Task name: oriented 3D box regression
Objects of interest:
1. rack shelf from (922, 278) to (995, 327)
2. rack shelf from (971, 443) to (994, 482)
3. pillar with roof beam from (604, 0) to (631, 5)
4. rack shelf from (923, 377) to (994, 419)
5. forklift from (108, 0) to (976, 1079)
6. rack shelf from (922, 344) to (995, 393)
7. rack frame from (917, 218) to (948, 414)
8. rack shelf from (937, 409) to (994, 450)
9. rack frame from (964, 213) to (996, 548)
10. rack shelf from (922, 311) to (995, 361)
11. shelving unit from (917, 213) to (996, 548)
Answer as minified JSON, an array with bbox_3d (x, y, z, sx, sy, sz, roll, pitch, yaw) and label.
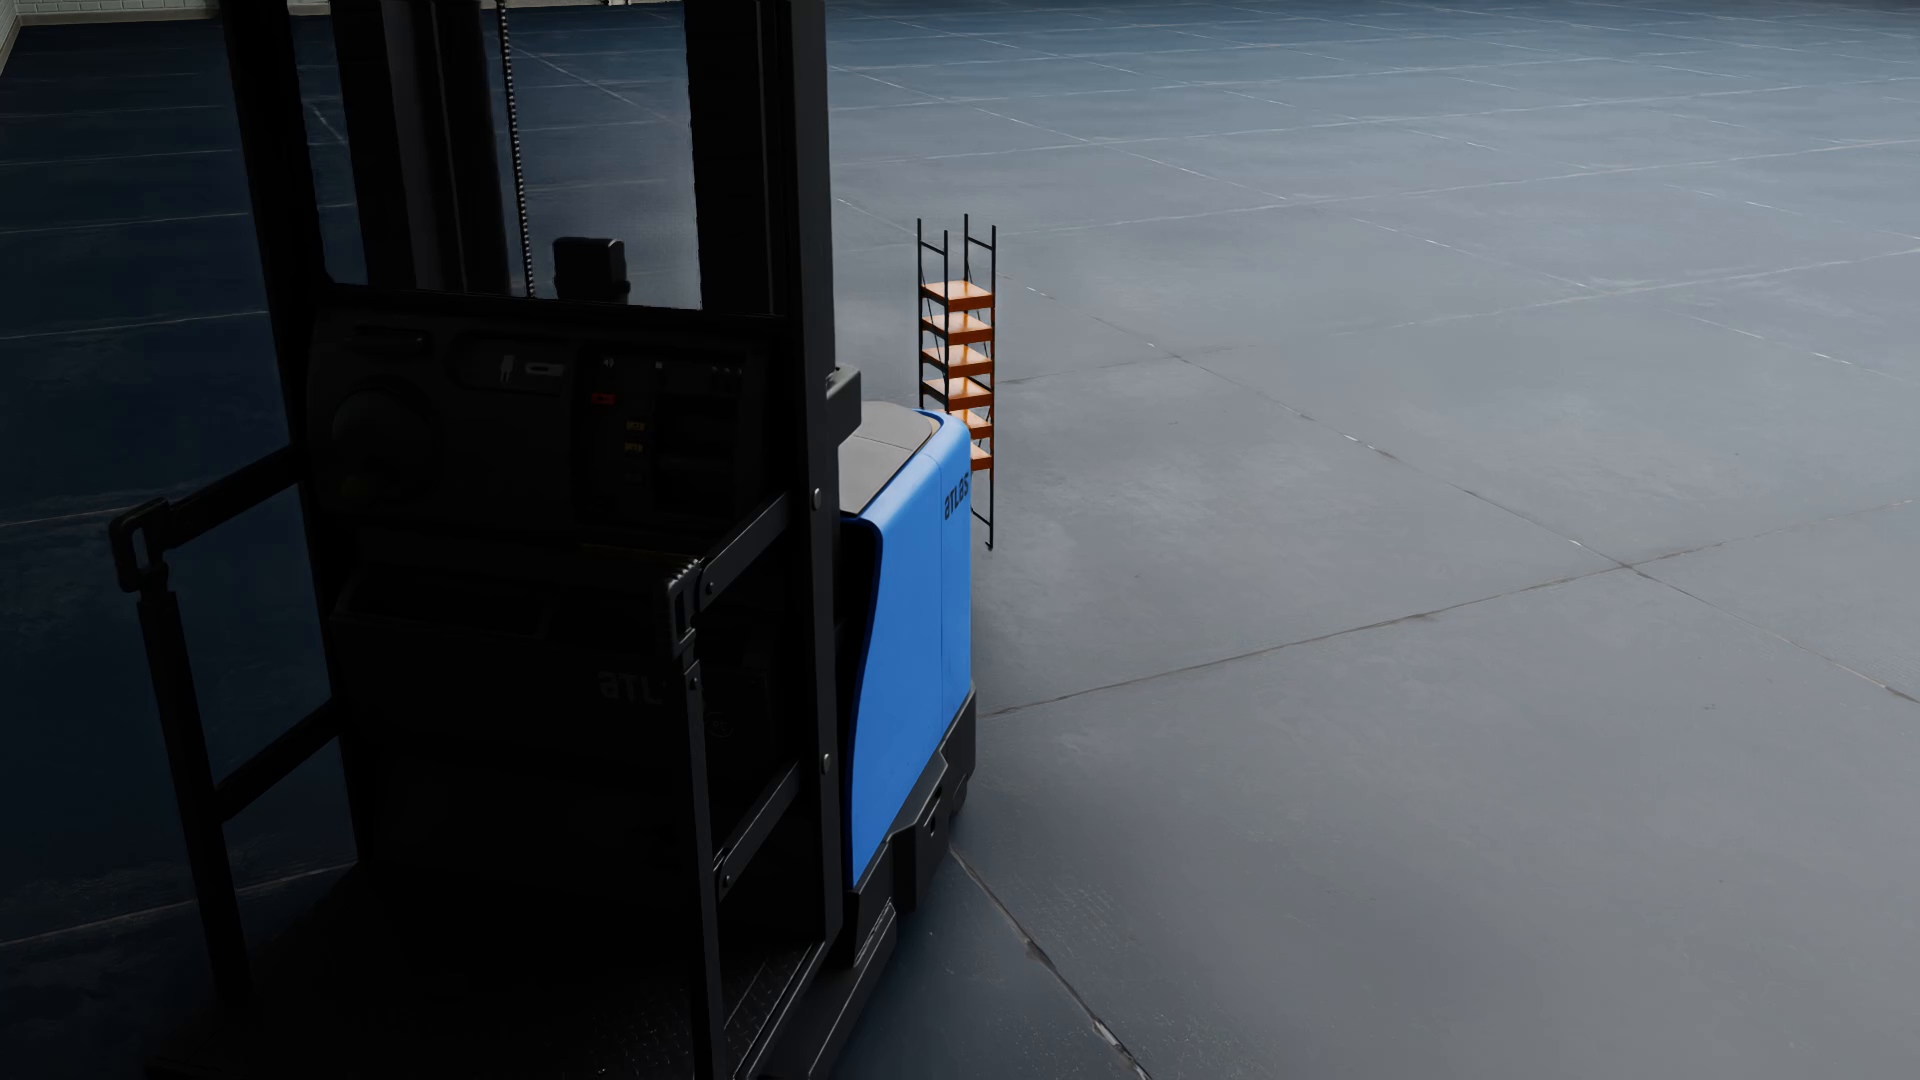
[{"bbox_3d":[-0.013,-0.844,5.894,0.180,0.103,0.258,-10,25,-24],"label":"rack shelf"},{"bbox_3d":[-0.013,-0.289,6.124,0.180,0.103,0.258,-10,25,-24],"label":"rack shelf"},{"bbox_3d":[-3.938,-11.755,22.882,0.400,9.000,9.100,-10,25,-24],"label":"pillar with roof beam"},{"bbox_3d":[-0.013,-0.511,6.032,0.180,0.103,0.258,-10,25,-24],"label":"rack shelf"},{"bbox_3d":[-0.846,-0.195,2.888,1.130,2.935,3.031,6,23,14],"label":"forklift"},{"bbox_3d":[-0.013,-0.622,5.986,0.180,0.103,0.258,-10,25,-24],"label":"rack shelf"},{"bbox_3d":[-0.095,-0.537,5.978,0.006,1.200,0.240,-10,25,-24],"label":"rack frame"},{"bbox_3d":[-0.013,-0.400,6.078,0.180,0.103,0.258,-10,25,-24],"label":"rack shelf"},{"bbox_3d":[0.069,-0.567,6.051,0.006,1.200,0.240,-10,25,-24],"label":"rack frame"},{"bbox_3d":[-0.013,-0.733,5.940,0.180,0.103,0.258,-10,25,-24],"label":"rack shelf"},{"bbox_3d":[-0.013,-0.552,6.015,0.189,1.200,0.258,-10,25,-24],"label":"shelving unit"}]
